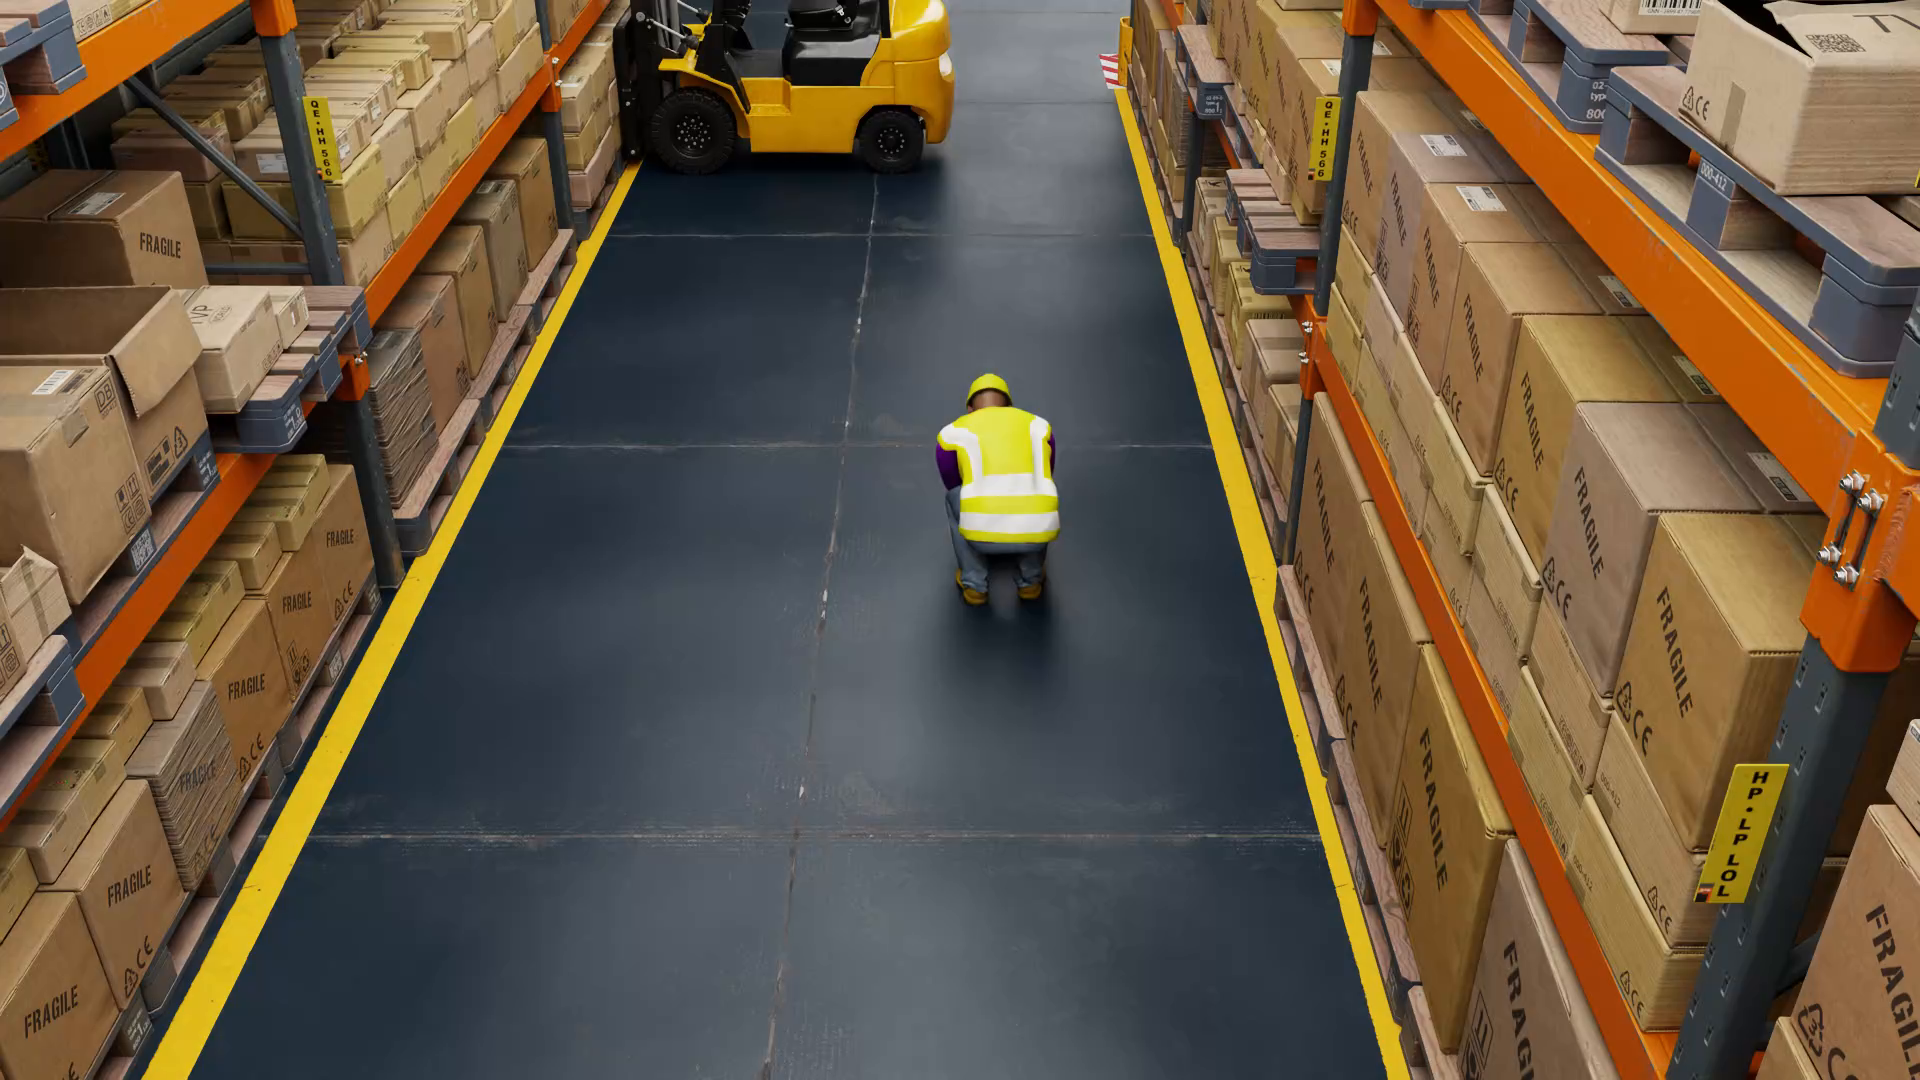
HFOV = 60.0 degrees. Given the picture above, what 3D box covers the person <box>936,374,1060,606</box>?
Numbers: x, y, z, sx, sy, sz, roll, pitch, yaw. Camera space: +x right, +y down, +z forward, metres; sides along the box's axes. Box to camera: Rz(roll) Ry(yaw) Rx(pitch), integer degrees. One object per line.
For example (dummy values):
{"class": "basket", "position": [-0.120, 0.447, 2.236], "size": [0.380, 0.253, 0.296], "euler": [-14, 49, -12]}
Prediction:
{"class": "person", "position": [0.163, -0.173, 7.400], "size": [0.534, 0.889, 0.933], "euler": [-1, 31, -1]}
